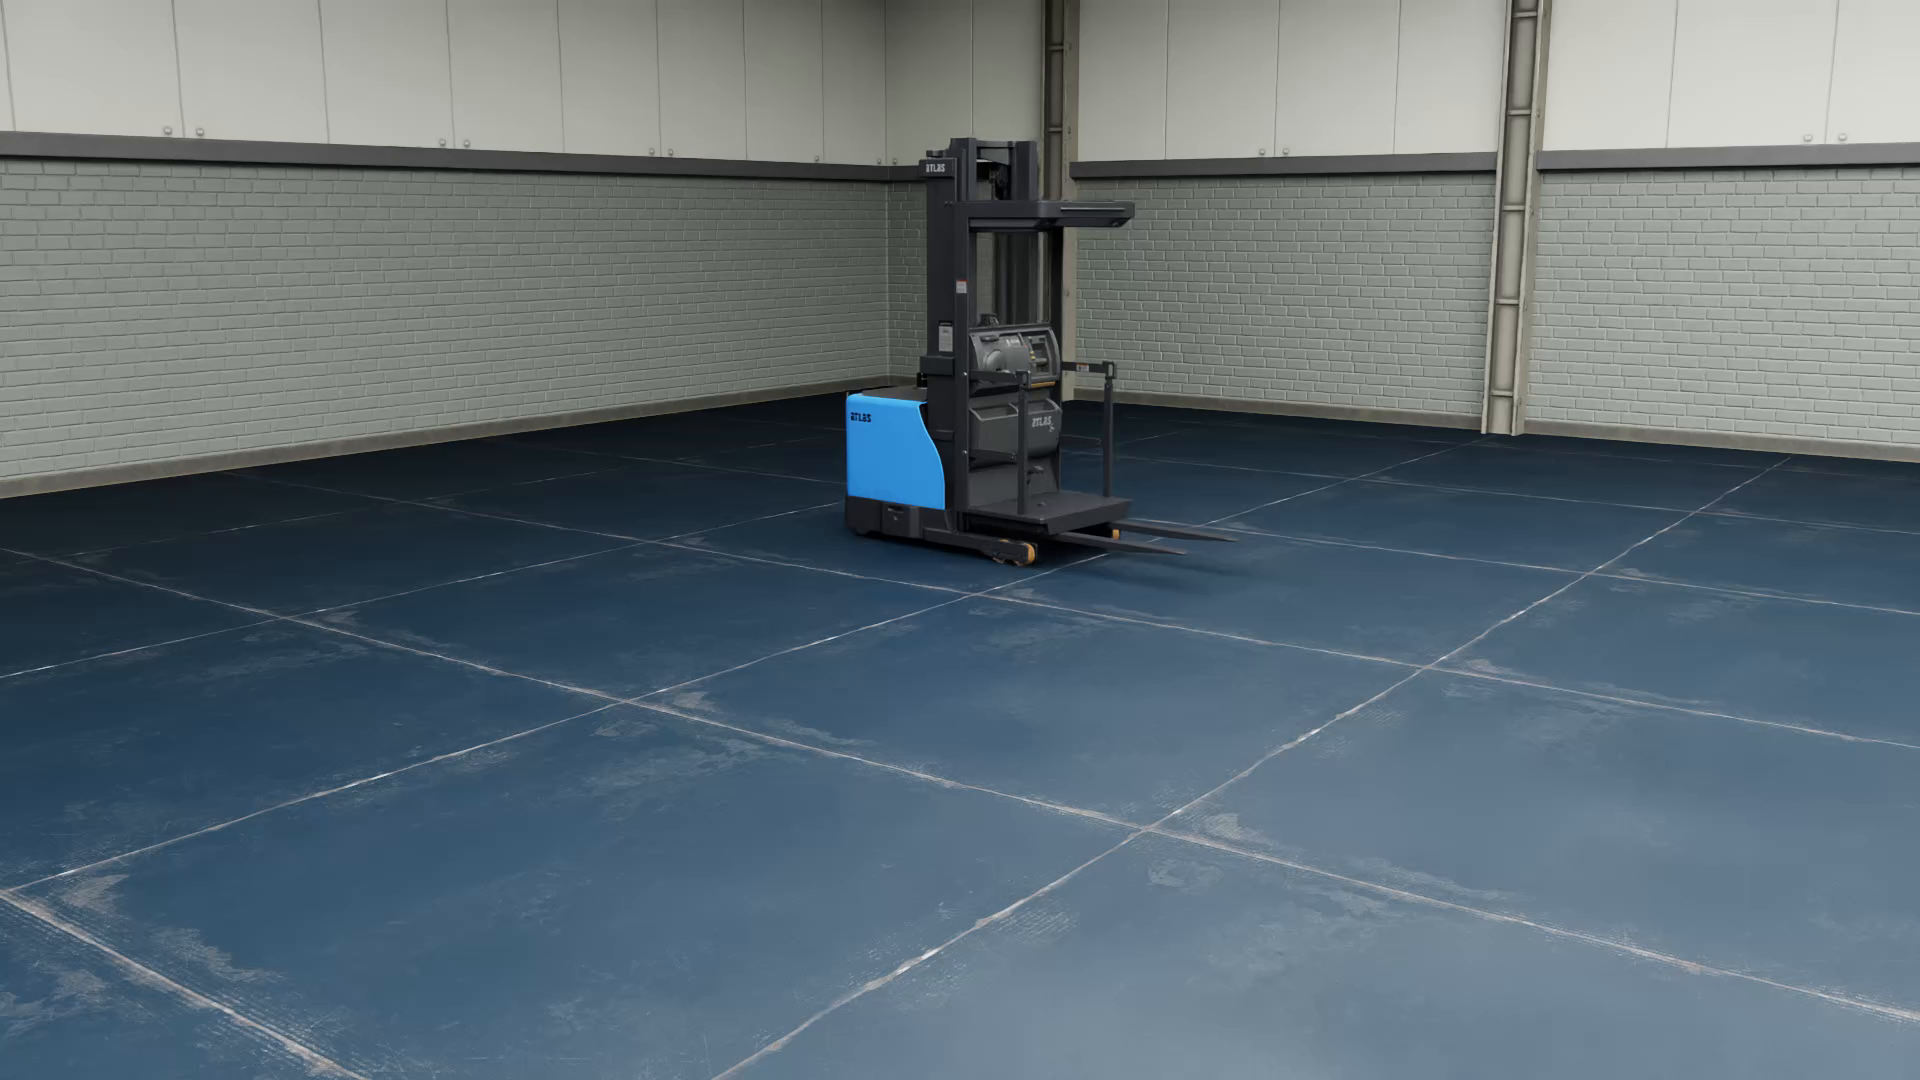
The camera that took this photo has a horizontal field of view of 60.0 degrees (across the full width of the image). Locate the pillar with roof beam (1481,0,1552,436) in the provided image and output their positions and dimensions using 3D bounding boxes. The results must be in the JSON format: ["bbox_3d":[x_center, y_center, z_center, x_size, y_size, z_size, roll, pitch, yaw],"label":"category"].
[{"bbox_3d":[3.576,-4.966,14.509,0.400,9.000,9.100,8,13,36],"label":"pillar with roof beam"}]

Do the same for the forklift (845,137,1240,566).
[{"bbox_3d":[0.560,-1.367,11.879,3.031,2.935,1.130,9,14,40],"label":"forklift"}]

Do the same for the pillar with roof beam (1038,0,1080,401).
[{"bbox_3d":[-1.260,-5.641,17.996,0.400,9.000,9.100,8,13,36],"label":"pillar with roof beam"}]

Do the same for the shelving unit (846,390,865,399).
[{"bbox_3d":[-0.727,-0.639,13.070,0.252,1.050,0.215,9,14,40],"label":"shelving unit"}]

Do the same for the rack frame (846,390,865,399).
[{"bbox_3d":[-0.819,-0.655,13.149,0.008,1.050,0.200,9,14,40],"label":"rack frame"}]
